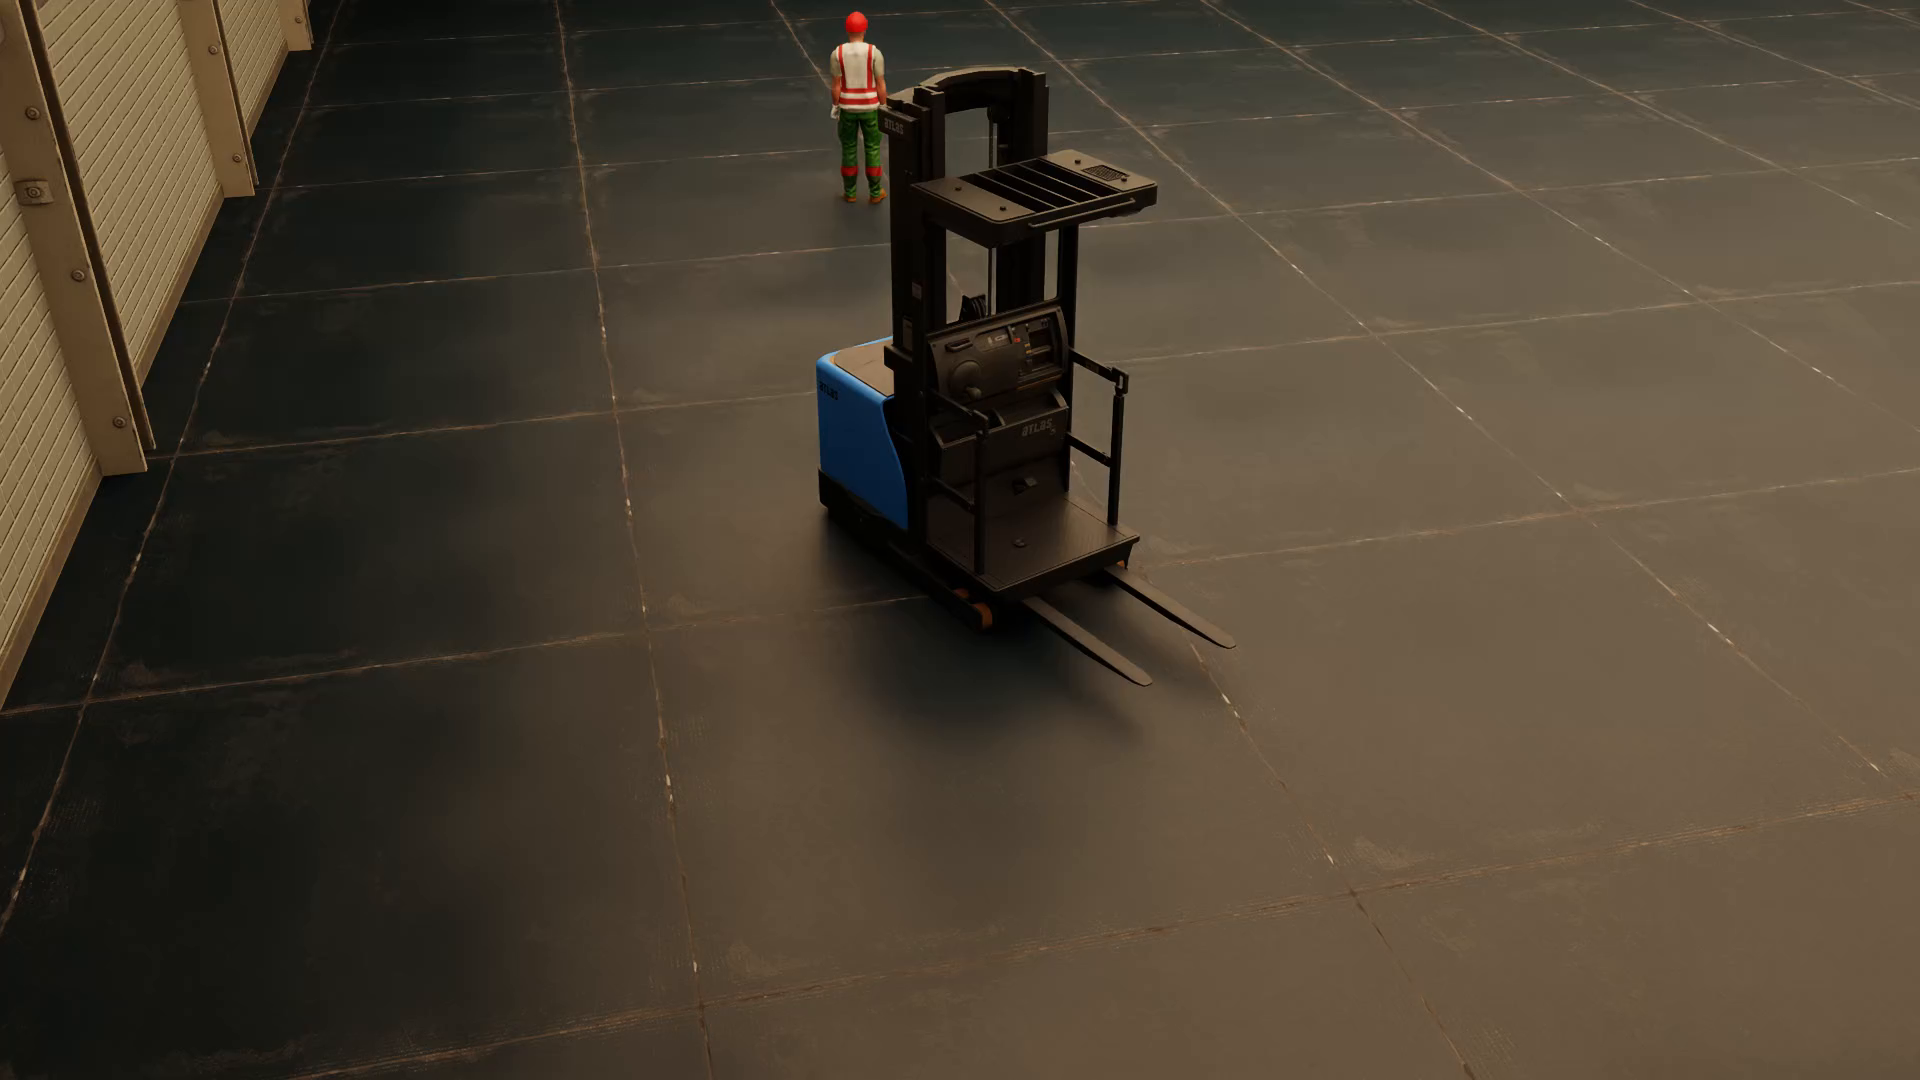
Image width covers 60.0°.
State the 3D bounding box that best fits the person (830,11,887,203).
[{"bbox_3d":[-0.956,-4.108,15.809,0.547,1.795,0.345,1,30,1],"label":"person"}]

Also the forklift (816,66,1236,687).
[{"bbox_3d":[0.355,-1.021,9.338,1.130,2.935,3.031,-20,35,-30],"label":"forklift"}]
